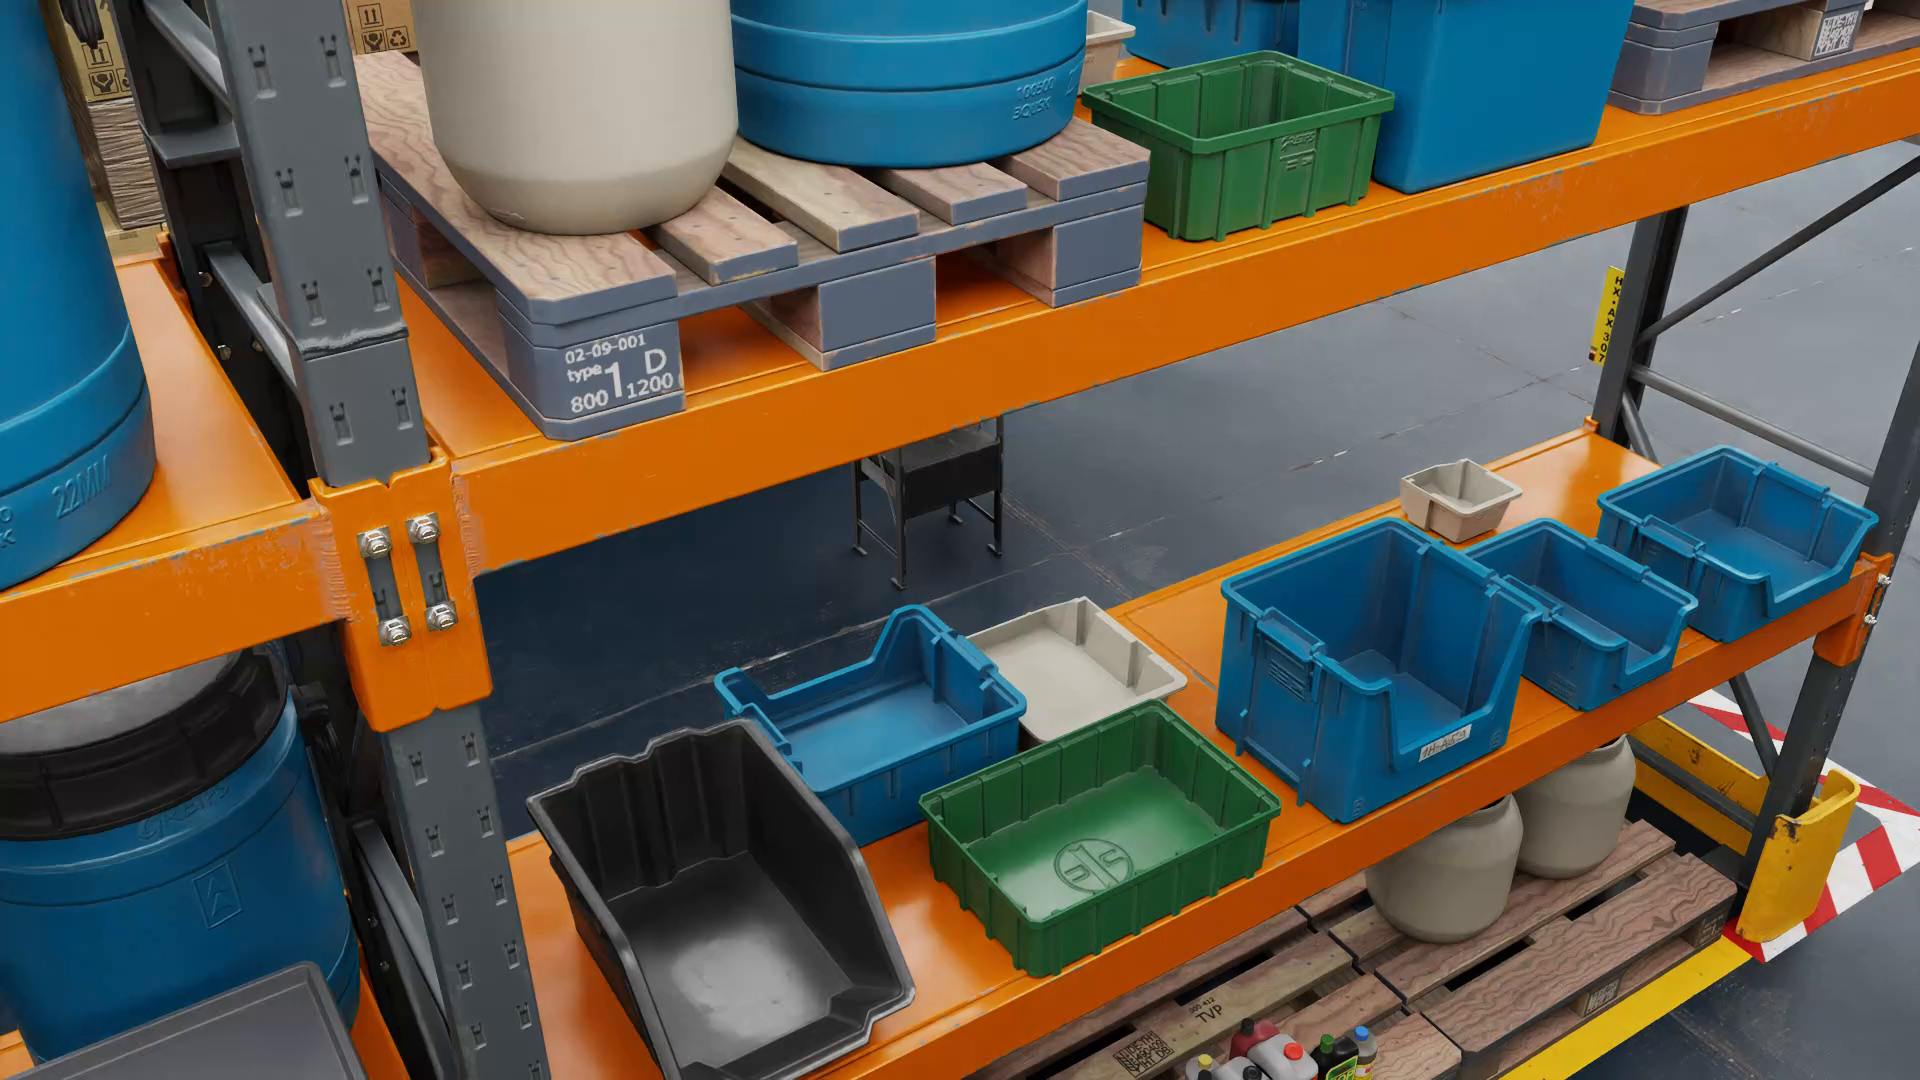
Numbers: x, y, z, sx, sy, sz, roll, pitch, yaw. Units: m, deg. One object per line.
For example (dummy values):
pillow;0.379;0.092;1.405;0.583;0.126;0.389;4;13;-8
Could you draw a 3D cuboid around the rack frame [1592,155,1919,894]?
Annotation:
rack frame;2.370;-0.340;4.978;0.127;3.000;1.000;-19;37;-27

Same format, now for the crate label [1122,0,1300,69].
crate label;0.618;-1.153;3.594;0.408;0.251;0.502;-19;37;-27

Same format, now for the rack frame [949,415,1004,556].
rack frame;0.066;-0.911;6.726;0.015;2.100;0.400;-19;37;-27

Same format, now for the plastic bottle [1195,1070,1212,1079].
plastic bottle;0.584;1.472;4.176;0.185;0.351;0.144;-17;36;-25

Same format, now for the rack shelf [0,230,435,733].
rack shelf;-2.673;0.430;1.620;4.000;0.370;1.077;-19;37;-27

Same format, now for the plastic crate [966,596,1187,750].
plastic crate;0.236;0.345;4.139;0.437;0.136;0.530;-19;37;-27

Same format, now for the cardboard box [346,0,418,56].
cardboard box;-2.320;-2.302;6.777;0.500;0.500;0.500;-19;37;-27

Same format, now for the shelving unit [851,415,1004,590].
shelving unit;-0.139;-0.840;6.614;0.503;2.100;0.431;-19;37;-27

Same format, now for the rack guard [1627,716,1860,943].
rack guard;2.332;0.760;5.576;0.348;0.500;1.175;-19;37;-27

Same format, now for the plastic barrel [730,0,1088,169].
plastic barrel;-0.097;-1.082;2.479;0.708;0.901;0.600;-19;37;-27

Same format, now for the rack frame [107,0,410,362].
rack frame;-0.992;-1.721;1.544;0.127;3.000;1.000;-19;37;-27

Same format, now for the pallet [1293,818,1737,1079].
pallet;1.646;1.115;5.285;1.213;0.211;1.003;-19;37;-27

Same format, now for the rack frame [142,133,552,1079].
rack frame;-0.992;0.816;3.145;0.127;3.000;1.000;-19;37;-27

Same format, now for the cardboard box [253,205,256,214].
cardboard box;-2.920;-1.377;6.857;0.250;0.149;0.380;-19;37;-27

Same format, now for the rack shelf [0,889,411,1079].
rack shelf;-2.673;1.698;2.420;4.000;0.370;1.077;-19;37;-27

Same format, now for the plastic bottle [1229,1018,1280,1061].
plastic bottle;0.779;1.363;4.411;0.133;0.283;0.061;-19;37;-27

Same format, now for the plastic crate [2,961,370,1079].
plastic crate;-1.233;1.066;2.688;0.583;0.464;0.402;-19;37;-27

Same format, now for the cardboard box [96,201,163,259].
cardboard box;-3.332;-1.226;6.618;0.250;0.149;0.380;-19;37;-27

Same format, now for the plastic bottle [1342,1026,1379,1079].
plastic bottle;1.064;1.385;4.454;0.097;0.201;0.097;0;32;0

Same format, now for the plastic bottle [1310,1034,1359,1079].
plastic bottle;0.976;1.392;4.365;0.133;0.283;0.061;-18;36;-26

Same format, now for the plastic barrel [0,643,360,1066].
plastic barrel;-1.481;0.580;3.049;0.708;0.901;0.600;-19;37;-27

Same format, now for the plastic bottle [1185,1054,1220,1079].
plastic bottle;0.637;1.435;4.374;0.097;0.201;0.097;0;32;0

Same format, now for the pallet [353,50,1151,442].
pallet;-0.439;-0.625;2.795;1.003;0.211;1.213;-19;37;-27

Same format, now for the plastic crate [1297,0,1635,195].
plastic crate;0.930;-0.916;3.094;0.575;0.384;0.392;-19;37;-27

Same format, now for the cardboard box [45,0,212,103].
cardboard box;-3.160;-2.012;6.318;0.500;0.500;0.500;-19;37;-27

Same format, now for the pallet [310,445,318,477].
pallet;-3.130;-0.436;7.743;1.213;0.211;1.003;-19;37;-27

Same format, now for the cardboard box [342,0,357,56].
cardboard box;-2.740;-2.157;6.549;0.500;0.500;0.500;-19;37;-27

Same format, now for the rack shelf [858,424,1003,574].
rack shelf;-0.139;-0.237;6.995;0.480;0.518;0.431;-19;37;-27

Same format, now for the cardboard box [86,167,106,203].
cardboard box;-3.654;-1.493;7.040;0.250;0.149;0.380;-19;37;-27

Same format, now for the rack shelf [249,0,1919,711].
rack shelf;0.689;-0.726;3.453;4.000;0.370;1.077;-19;37;-27

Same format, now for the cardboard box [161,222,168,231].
cardboard box;-3.115;-1.292;6.723;0.250;0.149;0.380;-19;37;-27

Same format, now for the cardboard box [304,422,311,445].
cardboard box;-2.840;-0.792;7.643;0.500;0.500;0.500;-8;33;-12

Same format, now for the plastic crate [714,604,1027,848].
plastic crate;-0.209;0.437;3.885;0.616;0.251;0.499;-19;37;-27

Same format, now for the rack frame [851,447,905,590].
rack frame;-0.344;-0.770;6.502;0.015;2.100;0.400;-19;37;-27

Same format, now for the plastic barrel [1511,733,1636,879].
plastic barrel;1.858;0.759;5.174;0.421;0.512;0.421;0;32;0

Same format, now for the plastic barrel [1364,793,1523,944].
plastic barrel;1.437;0.904;4.944;0.421;0.512;0.421;0;32;0

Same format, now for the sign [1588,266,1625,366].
sign;2.076;-0.705;5.297;0.005;0.325;0.100;-19;37;-27

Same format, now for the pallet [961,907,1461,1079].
pallet;0.621;1.465;4.729;1.213;0.211;1.003;-19;37;-27

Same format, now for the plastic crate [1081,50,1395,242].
plastic crate;0.482;-0.697;2.931;0.450;0.188;0.336;-19;37;-27

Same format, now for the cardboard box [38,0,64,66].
cardboard box;-3.446;-2.249;6.695;0.500;0.500;0.500;-19;37;-27

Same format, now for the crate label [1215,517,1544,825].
crate label;0.970;0.298;3.933;0.616;0.435;0.502;-19;37;-27

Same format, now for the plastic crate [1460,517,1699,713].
plastic crate;1.562;0.187;4.282;0.408;0.251;0.499;-19;37;-27

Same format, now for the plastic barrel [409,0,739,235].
plastic barrel;-0.524;-0.714;2.260;0.421;0.512;0.421;0;32;0

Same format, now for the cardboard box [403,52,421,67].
cardboard box;-2.459;-1.994;7.227;0.500;0.500;0.875;-19;37;-27

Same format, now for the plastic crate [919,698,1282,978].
plastic crate;0.302;0.640;3.623;0.662;0.188;0.450;-19;37;-27

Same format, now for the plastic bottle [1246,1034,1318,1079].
plastic bottle;0.837;1.414;4.338;0.135;0.276;0.152;-19;37;-27

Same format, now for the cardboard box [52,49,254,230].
cardboard box;-3.264;-1.675;6.722;0.500;0.500;0.875;-19;37;-27

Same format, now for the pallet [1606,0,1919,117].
pallet;1.622;-1.334;3.918;1.213;0.211;1.003;-19;37;-27

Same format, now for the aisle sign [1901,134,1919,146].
aisle sign;2.591;-1.327;4.106;0.004;0.787;0.394;-19;37;-27

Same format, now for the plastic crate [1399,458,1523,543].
plastic crate;1.443;-0.114;4.867;0.250;0.136;0.298;-19;37;-27

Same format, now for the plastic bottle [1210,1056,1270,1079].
plastic bottle;0.721;1.454;4.274;0.135;0.276;0.152;-20;37;-29

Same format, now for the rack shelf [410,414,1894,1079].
rack shelf;0.689;0.542;4.253;4.000;0.370;1.077;-19;37;-27

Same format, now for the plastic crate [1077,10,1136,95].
plastic crate;0.138;-0.986;3.438;0.396;0.136;0.243;-19;37;-27

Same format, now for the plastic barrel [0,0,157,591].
plastic barrel;-1.302;-0.420;1.823;0.708;0.901;0.600;-19;37;-27

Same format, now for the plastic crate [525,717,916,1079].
plastic crate;-0.483;0.748;3.311;0.504;0.338;0.767;-19;37;-27

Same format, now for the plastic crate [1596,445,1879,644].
plastic crate;2.111;0.002;4.575;0.616;0.251;0.499;-19;37;-27
